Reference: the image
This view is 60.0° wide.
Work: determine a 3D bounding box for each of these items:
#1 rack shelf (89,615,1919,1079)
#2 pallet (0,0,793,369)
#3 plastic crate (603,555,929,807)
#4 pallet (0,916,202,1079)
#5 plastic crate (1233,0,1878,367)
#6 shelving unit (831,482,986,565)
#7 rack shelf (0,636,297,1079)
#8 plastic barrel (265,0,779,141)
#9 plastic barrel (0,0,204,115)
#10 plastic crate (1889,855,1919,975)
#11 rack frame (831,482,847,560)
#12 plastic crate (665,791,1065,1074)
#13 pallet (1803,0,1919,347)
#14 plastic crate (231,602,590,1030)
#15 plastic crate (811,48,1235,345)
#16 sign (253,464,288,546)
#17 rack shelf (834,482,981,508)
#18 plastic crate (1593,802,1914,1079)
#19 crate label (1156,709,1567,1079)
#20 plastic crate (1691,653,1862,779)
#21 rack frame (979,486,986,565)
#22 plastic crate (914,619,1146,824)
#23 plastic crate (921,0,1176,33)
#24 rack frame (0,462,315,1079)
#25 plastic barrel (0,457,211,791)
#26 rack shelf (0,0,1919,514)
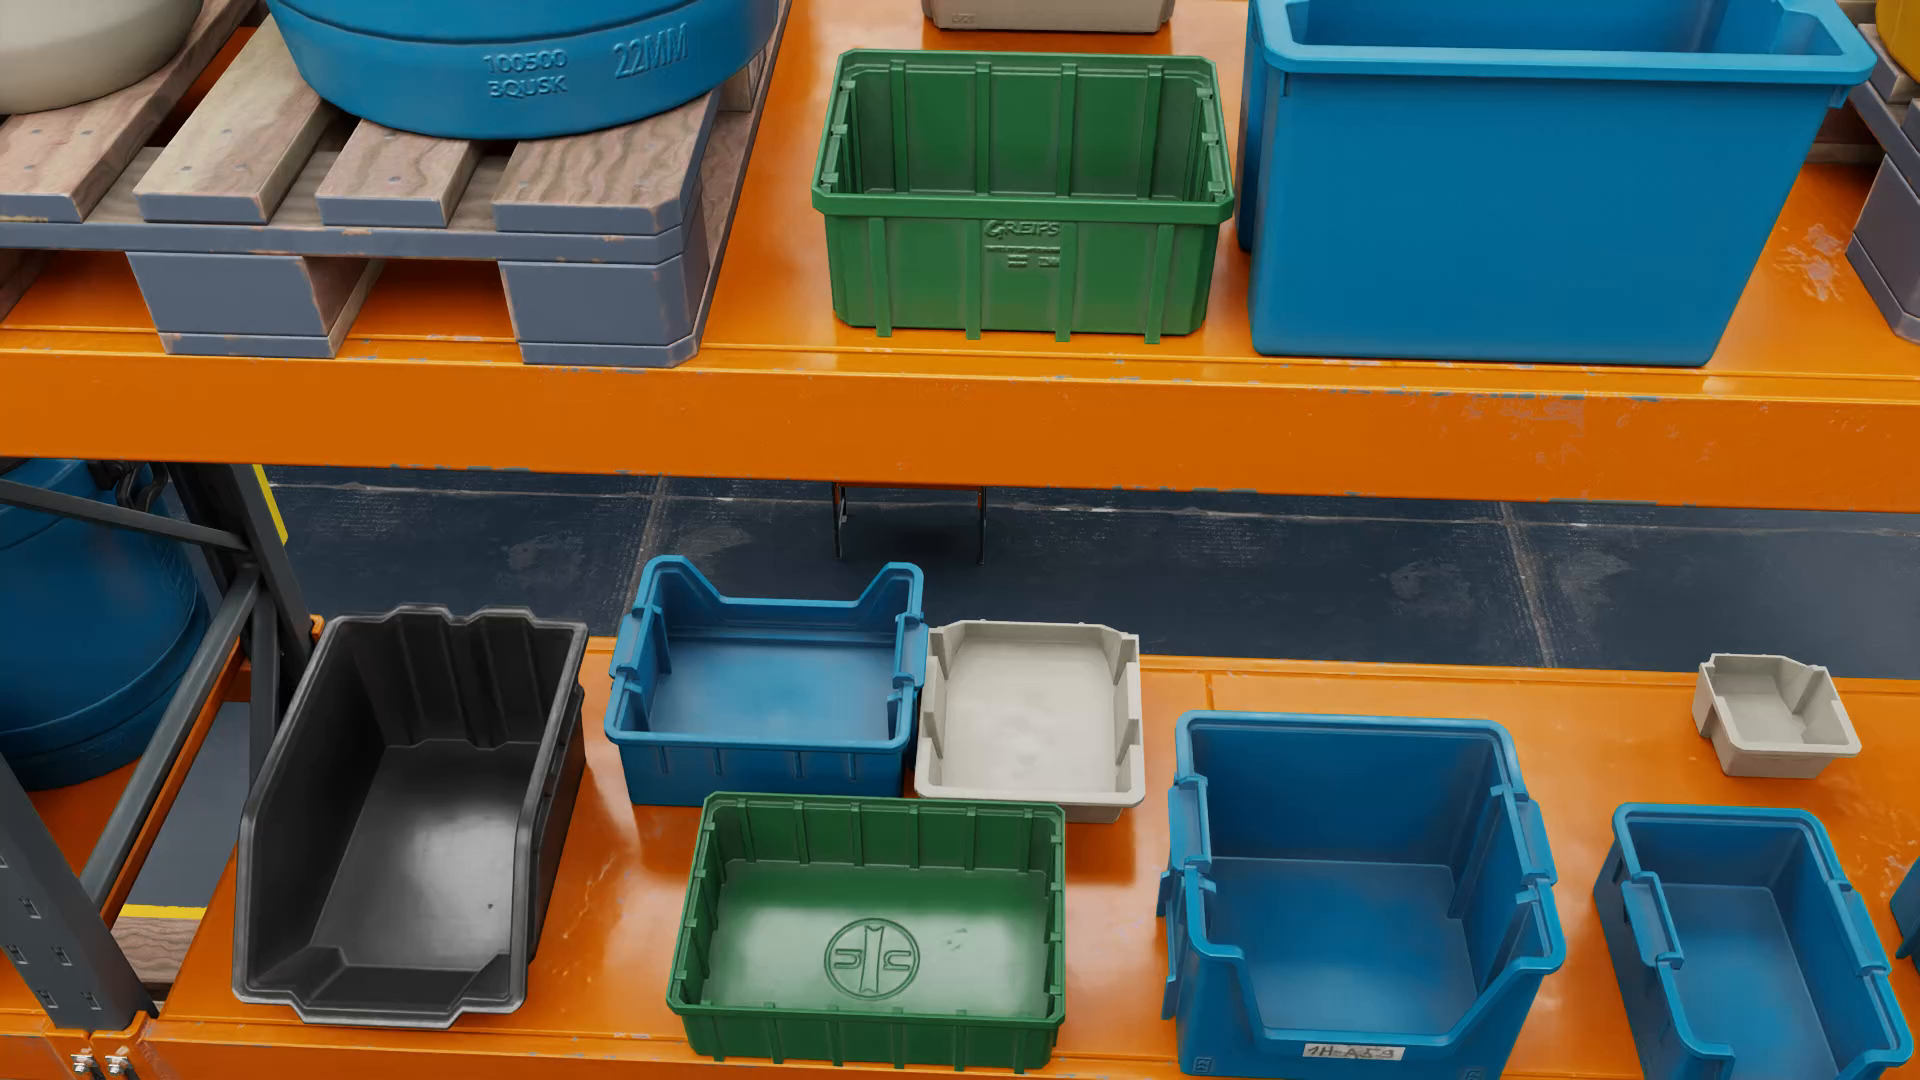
[{"bbox_3d":[0.507,0.708,3.317,4.000,0.370,1.077,2,43,2],"label":"rack shelf"},{"bbox_3d":[-0.766,-0.689,2.227,1.003,0.211,1.213,2,43,2],"label":"pallet"},{"bbox_3d":[-0.374,0.287,3.350,0.616,0.251,0.499,2,43,2],"label":"plastic crate"},{"bbox_3d":[-2.278,1.406,4.086,1.213,0.211,1.003,2,43,2],"label":"pallet"},{"bbox_3d":[0.586,-0.439,1.832,0.575,0.384,0.392,2,43,2],"label":"plastic crate"},{"bbox_3d":[-0.165,-0.444,5.346,0.503,1.200,0.258,2,43,2],"label":"shelving unit"},{"bbox_3d":[-3.489,0.585,3.449,4.000,0.370,1.077,2,43,2],"label":"rack shelf"},{"bbox_3d":[-0.502,-0.948,1.690,0.708,0.901,0.600,2,43,2],"label":"plastic barrel"},{"bbox_3d":[-1.070,-0.762,1.776,0.421,0.512,0.421,0,43,0],"label":"plastic barrel"},{"bbox_3d":[1.991,0.749,2.854,0.616,0.251,0.499,2,43,2],"label":"plastic crate"},{"bbox_3d":[-0.409,-0.452,5.355,0.015,1.200,0.240,2,43,2],"label":"rack frame"},{"bbox_3d":[-0.148,0.695,2.959,0.662,0.188,0.450,2,43,2],"label":"plastic crate"},{"bbox_3d":[1.682,-0.614,2.147,1.213,0.211,1.003,2,43,2],"label":"pallet"},{"bbox_3d":[-0.974,0.509,3.049,0.504,0.338,0.767,2,43,2],"label":"plastic crate"},{"bbox_3d":[0.073,-0.403,1.936,0.450,0.188,0.336,2,43,2],"label":"plastic crate"},{"bbox_3d":[-1.456,-0.092,3.445,0.005,0.325,0.100,2,43,2],"label":"sign"},{"bbox_3d":[-0.165,-0.250,5.528,0.480,0.148,0.258,2,43,2],"label":"rack shelf"},{"bbox_3d":[1.343,0.725,2.880,0.408,0.251,0.499,2,43,2],"label":"plastic crate"},{"bbox_3d":[0.654,0.621,2.857,0.616,0.435,0.502,2,43,2],"label":"crate label"},{"bbox_3d":[1.625,0.356,3.360,0.250,0.136,0.298,2,43,2],"label":"plastic crate"},{"bbox_3d":[0.078,-0.437,5.338,0.015,1.200,0.240,2,43,2],"label":"rack frame"},{"bbox_3d":[0.142,0.357,3.359,0.437,0.136,0.530,2,43,2],"label":"plastic crate"},{"bbox_3d":[0.130,-0.844,2.448,0.396,0.136,0.243,2,43,2],"label":"plastic crate"},{"bbox_3d":[-1.491,0.384,3.138,0.127,3.000,1.000,2,43,2],"label":"rack frame"},{"bbox_3d":[-1.864,-0.018,3.201,0.708,0.901,0.600,2,43,2],"label":"plastic barrel"},{"bbox_3d":[0.507,-0.389,2.295,4.000,0.370,1.077,2,43,2],"label":"rack shelf"}]
